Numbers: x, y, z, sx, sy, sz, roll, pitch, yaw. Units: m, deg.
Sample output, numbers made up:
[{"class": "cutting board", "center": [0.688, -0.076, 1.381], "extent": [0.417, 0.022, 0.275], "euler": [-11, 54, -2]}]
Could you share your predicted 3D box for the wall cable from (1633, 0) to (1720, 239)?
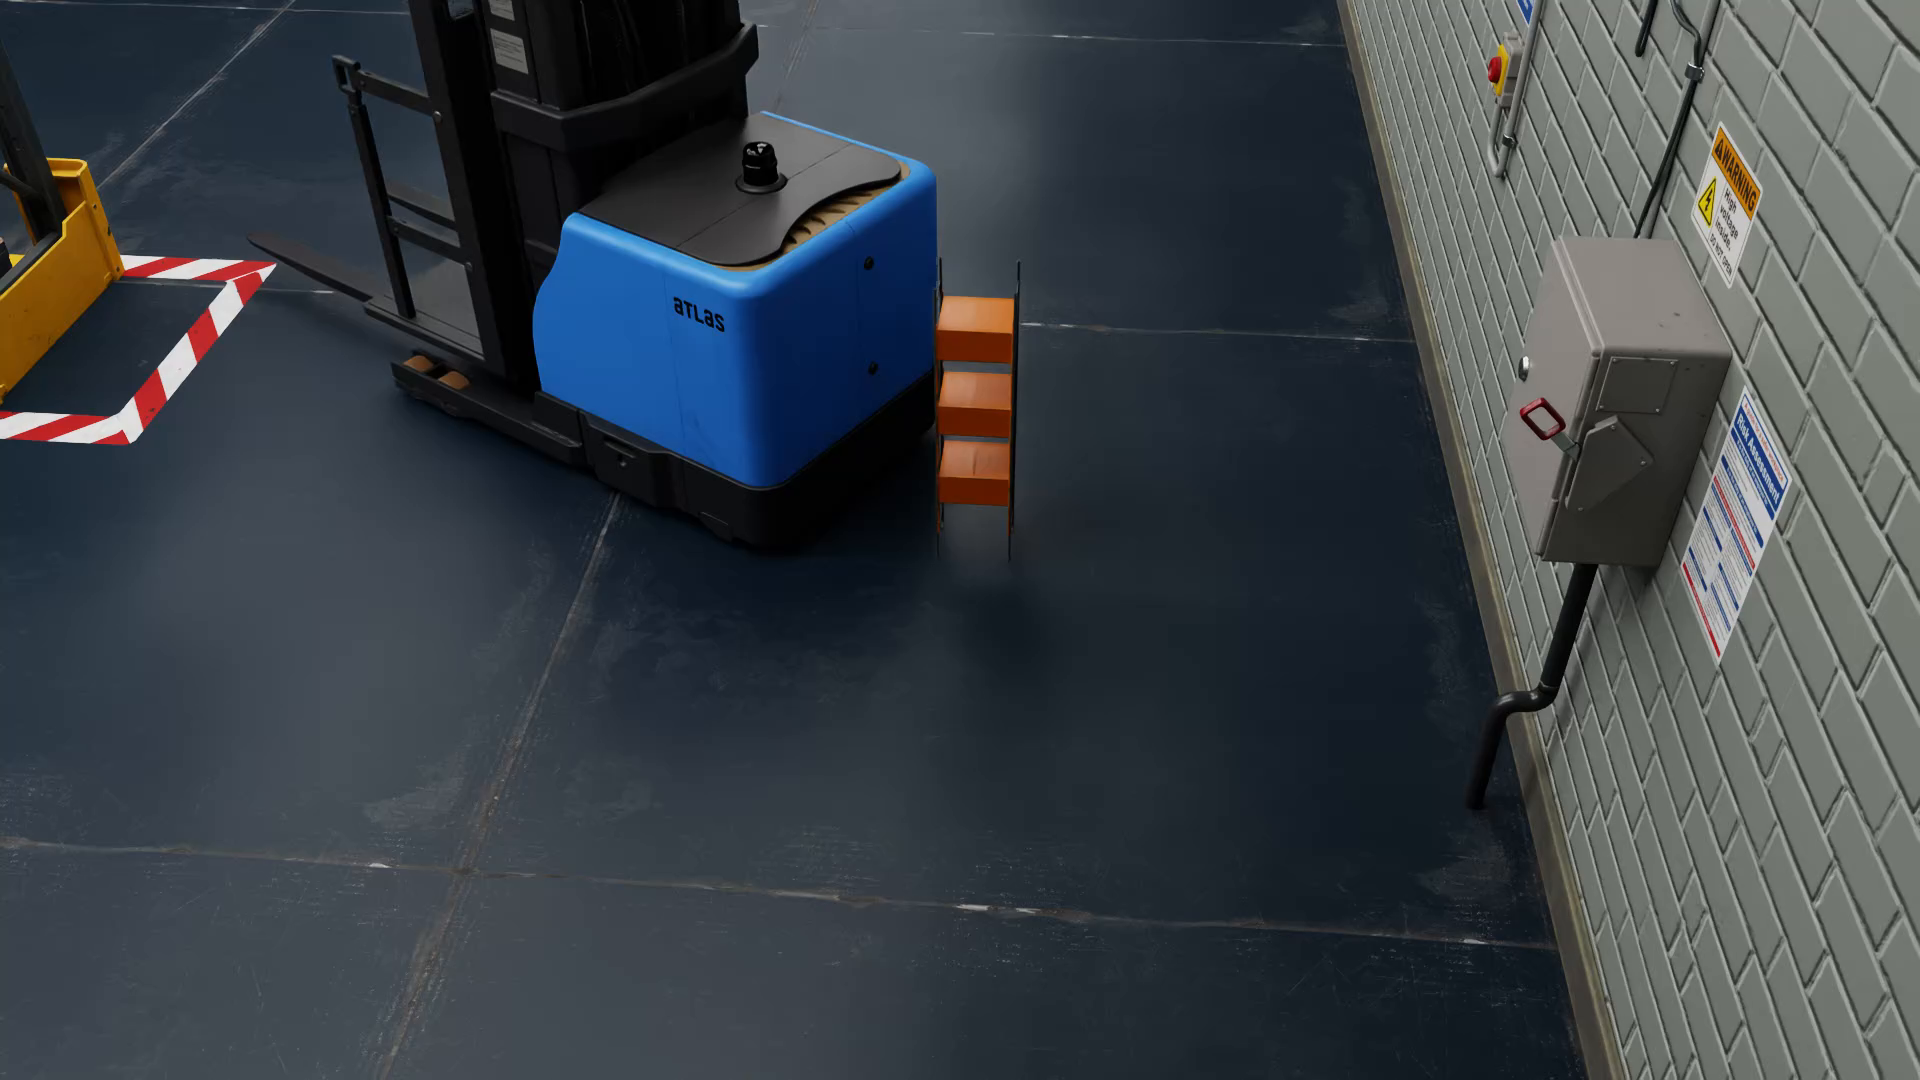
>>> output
[{"class": "wall cable", "center": [1.669, -1.202, 4.046], "extent": [0.122, 1.984, 0.588], "euler": [3, 39, 4]}]

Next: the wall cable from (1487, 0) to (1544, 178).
[{"class": "wall cable", "center": [1.780, -2.107, 5.133], "extent": [0.123, 1.953, 0.585], "euler": [3, 39, 4]}]

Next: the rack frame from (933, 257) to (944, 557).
[{"class": "rack frame", "center": [-0.068, -0.411, 5.423], "extent": [0.008, 1.050, 0.200], "euler": [3, 39, 4]}]

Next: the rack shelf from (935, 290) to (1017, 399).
[{"class": "rack shelf", "center": [0.053, -0.616, 5.243], "extent": [0.240, 0.259, 0.215], "euler": [3, 39, 4]}]

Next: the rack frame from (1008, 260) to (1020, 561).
[{"class": "rack frame", "center": [0.175, -0.398, 5.407], "extent": [0.008, 1.050, 0.200], "euler": [3, 39, 4]}]

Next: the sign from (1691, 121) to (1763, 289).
[{"class": "sign", "center": [1.664, -0.731, 3.618], "extent": [0.001, 0.242, 0.339], "euler": [3, 39, 4]}]

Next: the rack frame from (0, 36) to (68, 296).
[{"class": "rack frame", "center": [-3.840, -1.993, 5.823], "extent": [0.127, 3.000, 1.000], "euler": [3, 39, 4]}]

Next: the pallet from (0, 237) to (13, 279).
[{"class": "pallet", "center": [-4.643, -0.906, 6.696], "extent": [1.213, 0.211, 1.003], "euler": [3, 39, 4]}]

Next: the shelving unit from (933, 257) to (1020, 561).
[{"class": "shelving unit", "center": [0.053, -0.404, 5.415], "extent": [0.252, 1.050, 0.215], "euler": [3, 39, 4]}]

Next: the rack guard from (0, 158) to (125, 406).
[{"class": "rack guard", "center": [-3.816, -1.023, 6.610], "extent": [0.348, 0.500, 1.175], "euler": [3, 39, 4]}]

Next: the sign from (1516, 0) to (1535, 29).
[{"class": "sign", "center": [1.845, -1.833, 5.411], "extent": [0.001, 0.218, 0.327], "euler": [3, 39, 4]}]

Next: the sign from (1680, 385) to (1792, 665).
[{"class": "sign", "center": [1.617, -0.029, 3.485], "extent": [0.001, 0.494, 0.329], "euler": [3, 39, 4]}]

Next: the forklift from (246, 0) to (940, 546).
[{"class": "forklift", "center": [-1.561, -1.855, 5.707], "extent": [3.031, 2.935, 1.130], "euler": [24, 45, 27]}]

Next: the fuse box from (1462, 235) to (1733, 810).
[{"class": "fuse box", "center": [1.453, 0.112, 4.257], "extent": [0.414, 1.711, 0.539], "euler": [3, 39, 4]}]

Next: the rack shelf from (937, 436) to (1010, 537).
[{"class": "rack shelf", "center": [0.053, -0.180, 5.597], "extent": [0.240, 0.259, 0.215], "euler": [3, 39, 4]}]

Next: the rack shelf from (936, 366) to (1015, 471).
[{"class": "rack shelf", "center": [0.053, -0.396, 5.422], "extent": [0.240, 0.259, 0.215], "euler": [3, 39, 4]}]
